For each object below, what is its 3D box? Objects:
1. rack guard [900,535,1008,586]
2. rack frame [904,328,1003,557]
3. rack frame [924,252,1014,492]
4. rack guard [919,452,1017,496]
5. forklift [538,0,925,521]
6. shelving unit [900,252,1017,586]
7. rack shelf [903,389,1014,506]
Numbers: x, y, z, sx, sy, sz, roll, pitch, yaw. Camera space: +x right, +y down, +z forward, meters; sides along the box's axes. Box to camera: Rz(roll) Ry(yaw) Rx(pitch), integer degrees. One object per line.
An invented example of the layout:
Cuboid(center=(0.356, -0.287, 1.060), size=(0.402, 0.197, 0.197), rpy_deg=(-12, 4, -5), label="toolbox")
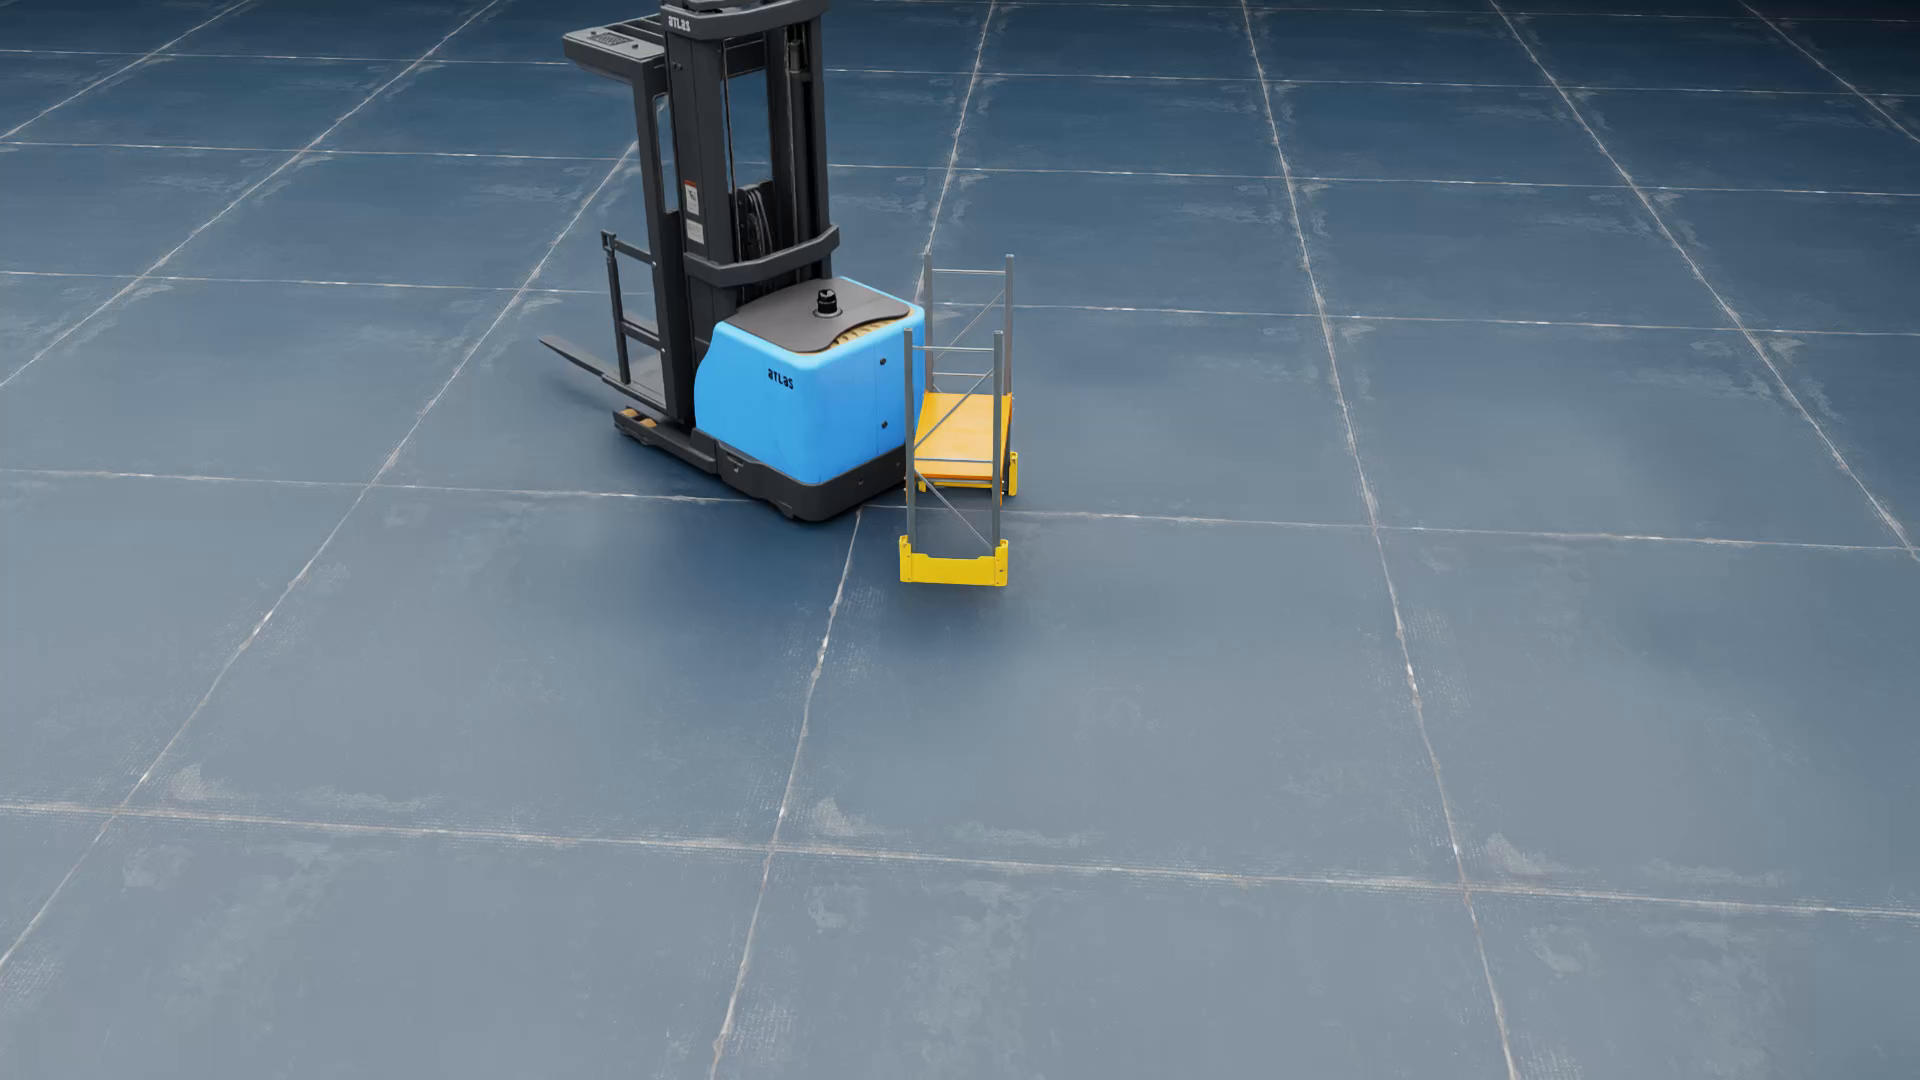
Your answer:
Cuboid(center=(-0.034, 0.114, 9.107), size=(0.587, 0.250, 0.087), rpy_deg=(2, 32, 4), label="rack guard")
Cuboid(center=(-0.034, -0.417, 8.778), size=(0.500, 1.500, 0.032), rpy_deg=(2, 32, 4), label="rack frame")
Cuboid(center=(0.048, -0.949, 9.641), size=(0.500, 1.500, 0.032), rpy_deg=(2, 32, 4), label="rack frame")
Cuboid(center=(0.047, -0.407, 9.952), size=(0.587, 0.250, 0.087), rpy_deg=(2, 32, 4), label="rack guard")
Cuboid(center=(-1.564, -2.019, 10.014), size=(3.031, 2.935, 1.130), rpy_deg=(27, 41, 36), label="forklift")
Cuboid(center=(0.006, -0.678, 9.201), size=(0.587, 1.500, 1.083), rpy_deg=(2, 32, 4), label="shelving unit")
Cuboid(center=(0.007, -0.530, 9.304), size=(0.538, 0.185, 1.000), rpy_deg=(2, 32, 4), label="rack shelf")
